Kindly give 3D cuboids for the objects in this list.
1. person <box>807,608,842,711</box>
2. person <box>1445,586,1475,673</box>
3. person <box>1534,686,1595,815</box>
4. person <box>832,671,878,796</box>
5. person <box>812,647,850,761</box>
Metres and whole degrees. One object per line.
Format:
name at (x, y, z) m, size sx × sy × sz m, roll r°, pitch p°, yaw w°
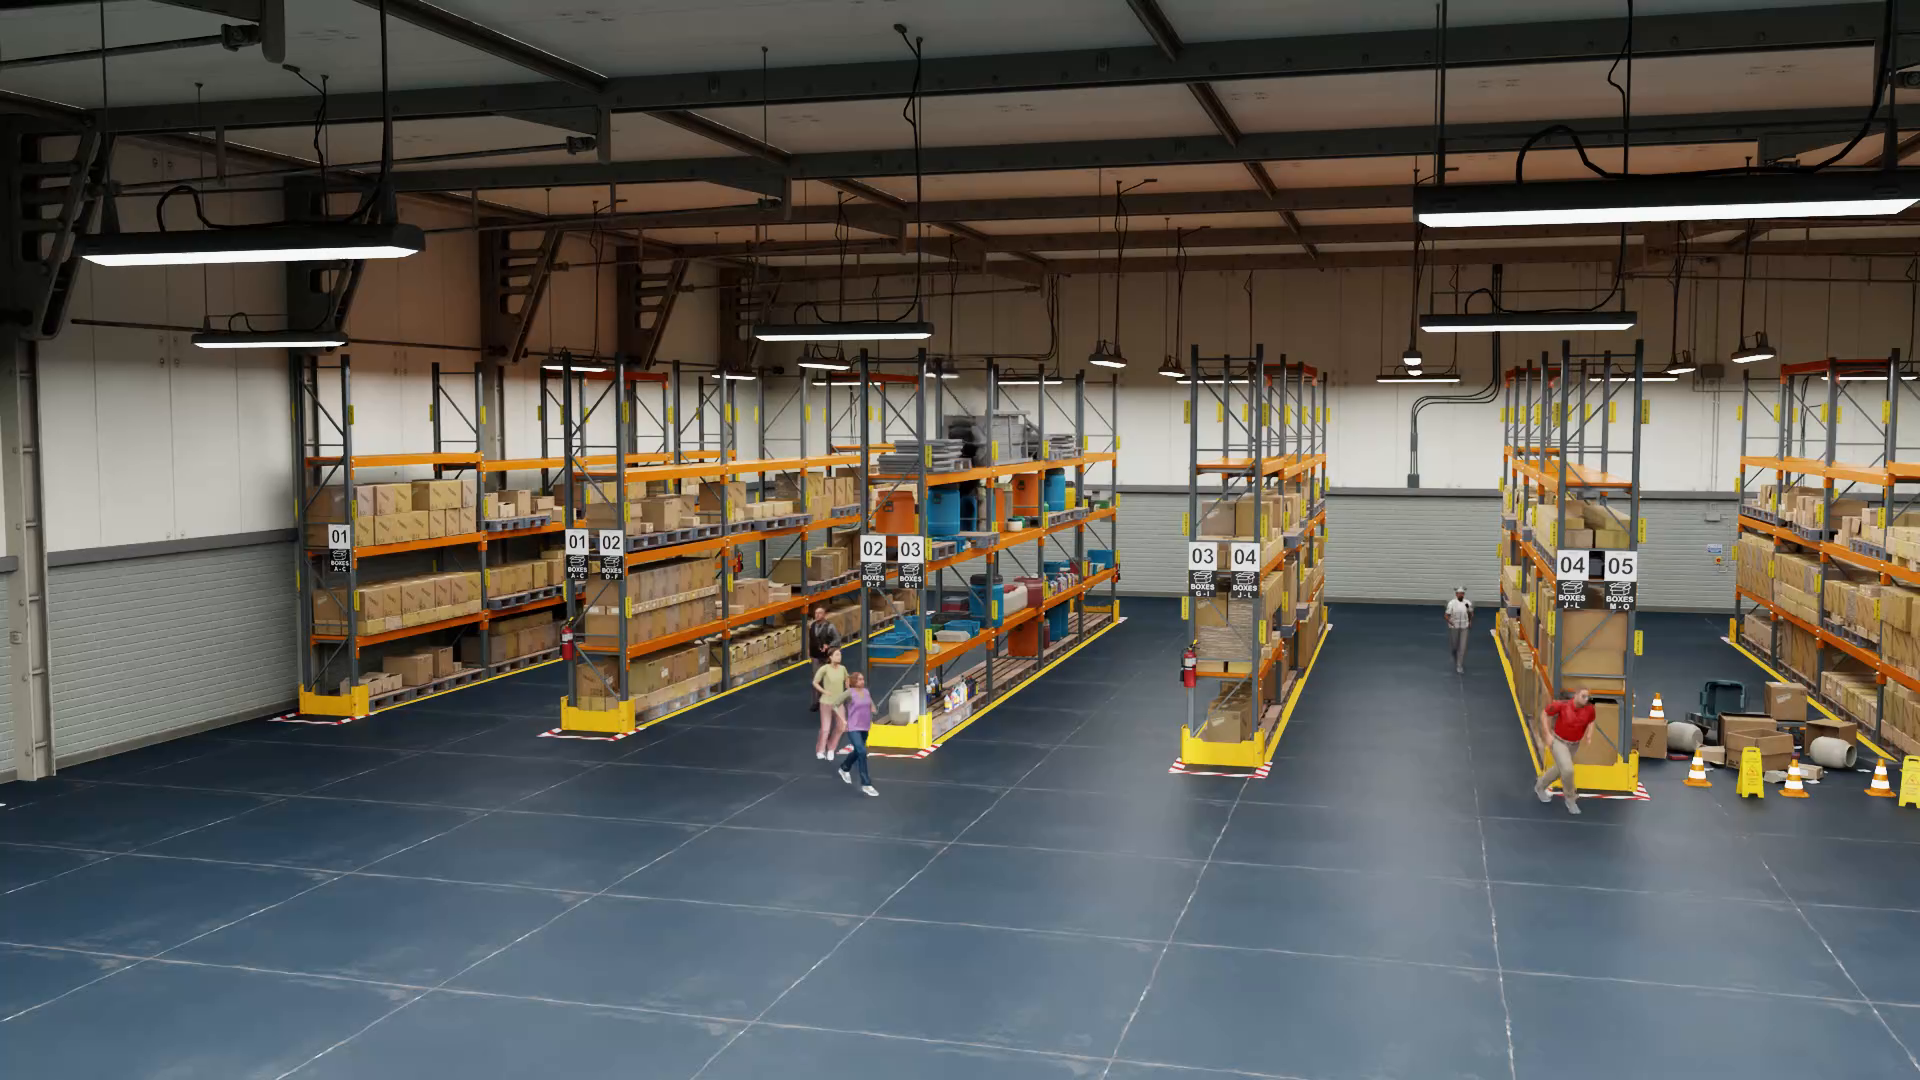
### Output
person at (-2.314, 2.003, 28.225) m, size 0.655 × 1.717 × 0.891 m, roll 1°, pitch 4°, yaw 16°
person at (9.813, 1.735, 32.656) m, size 0.578 × 1.687 × 0.791 m, roll 1°, pitch 4°, yaw 11°
person at (7.687, 2.630, 21.227) m, size 0.663 × 1.669 × 0.956 m, roll -1°, pitch 4°, yaw -15°
person at (-1.361, 2.528, 22.050) m, size 0.873 × 1.599 × 0.531 m, roll 4°, pitch 6°, yaw 44°
person at (-1.824, 2.371, 24.115) m, size 0.644 × 1.637 × 0.603 m, roll -2°, pitch 5°, yaw -26°
